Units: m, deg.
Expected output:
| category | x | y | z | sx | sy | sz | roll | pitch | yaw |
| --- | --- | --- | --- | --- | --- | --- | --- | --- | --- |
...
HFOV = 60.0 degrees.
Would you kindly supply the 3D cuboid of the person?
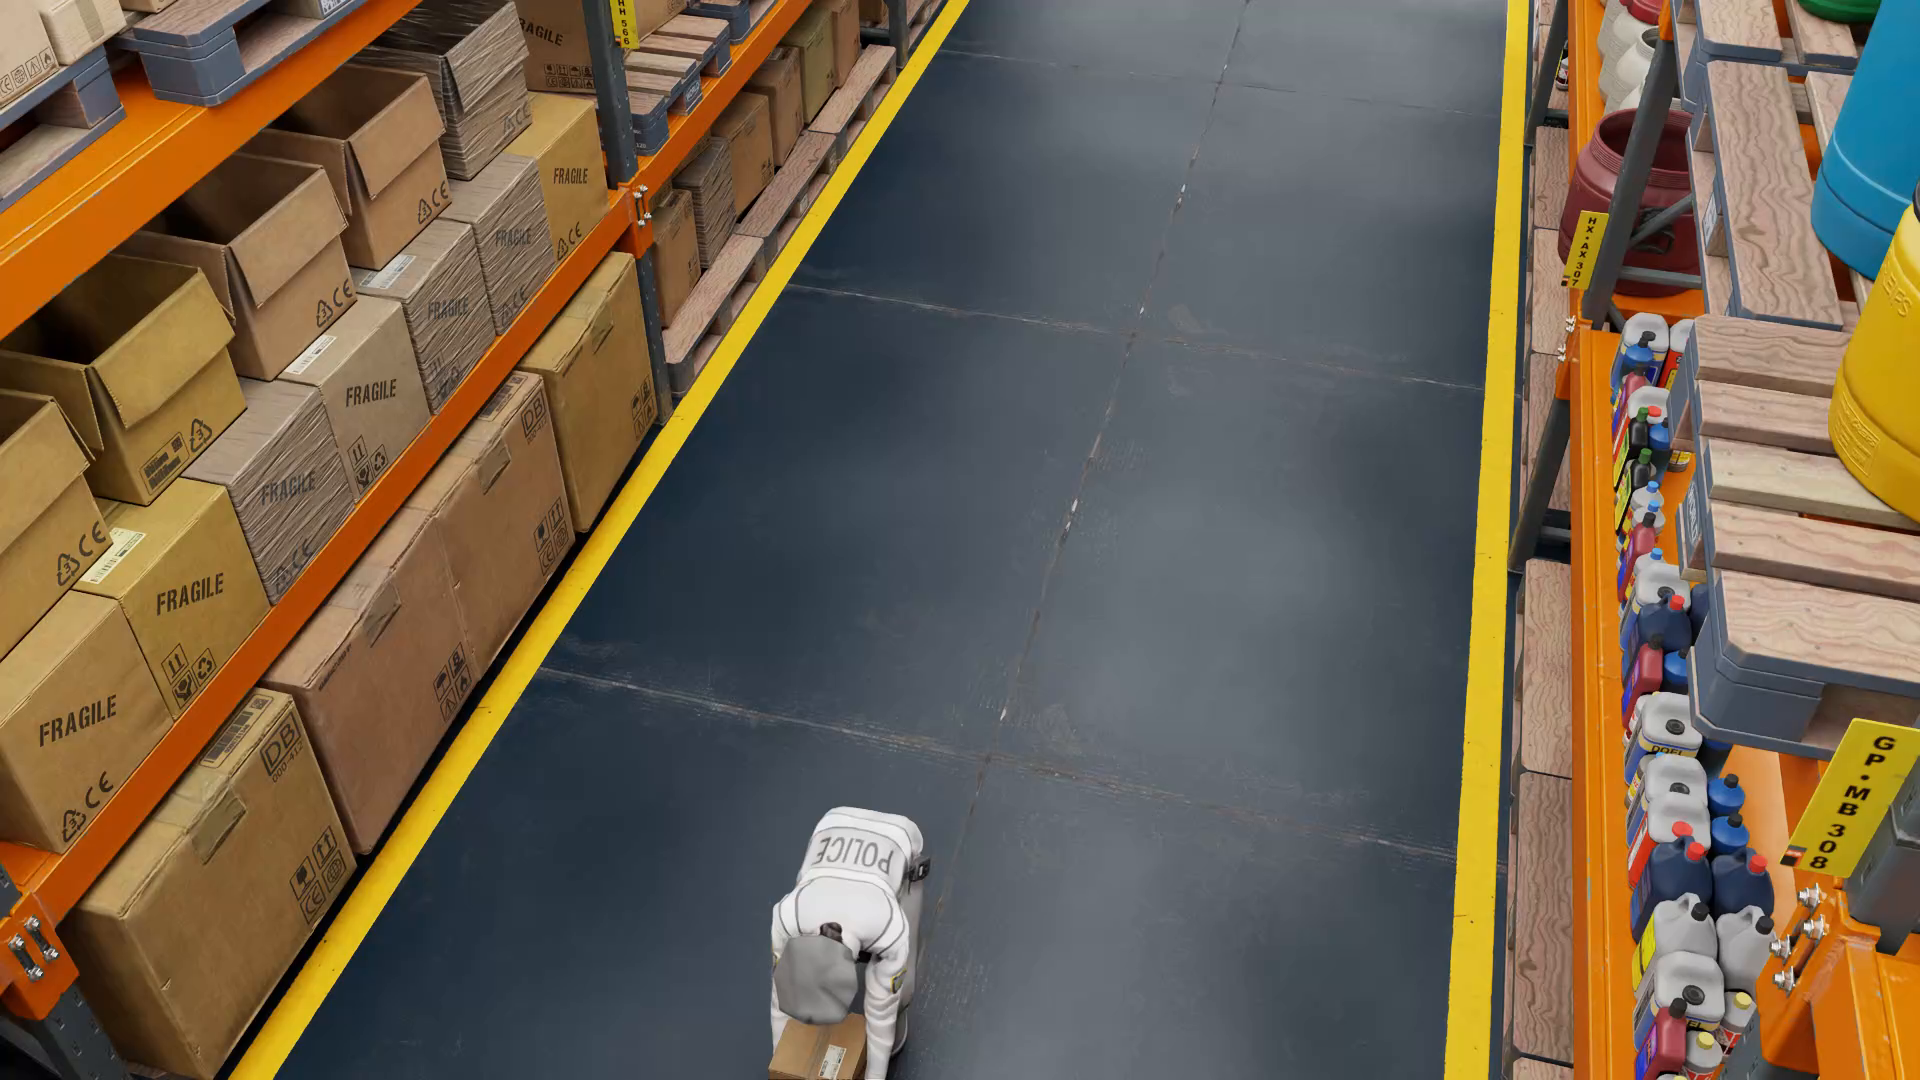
| category | x | y | z | sx | sy | sz | roll | pitch | yaw |
| --- | --- | --- | --- | --- | --- | --- | --- | --- | --- |
| person | -0.353 | 1.303 | 5.189 | 0.453 | 0.989 | 0.899 | 9 | 42 | 10 |
